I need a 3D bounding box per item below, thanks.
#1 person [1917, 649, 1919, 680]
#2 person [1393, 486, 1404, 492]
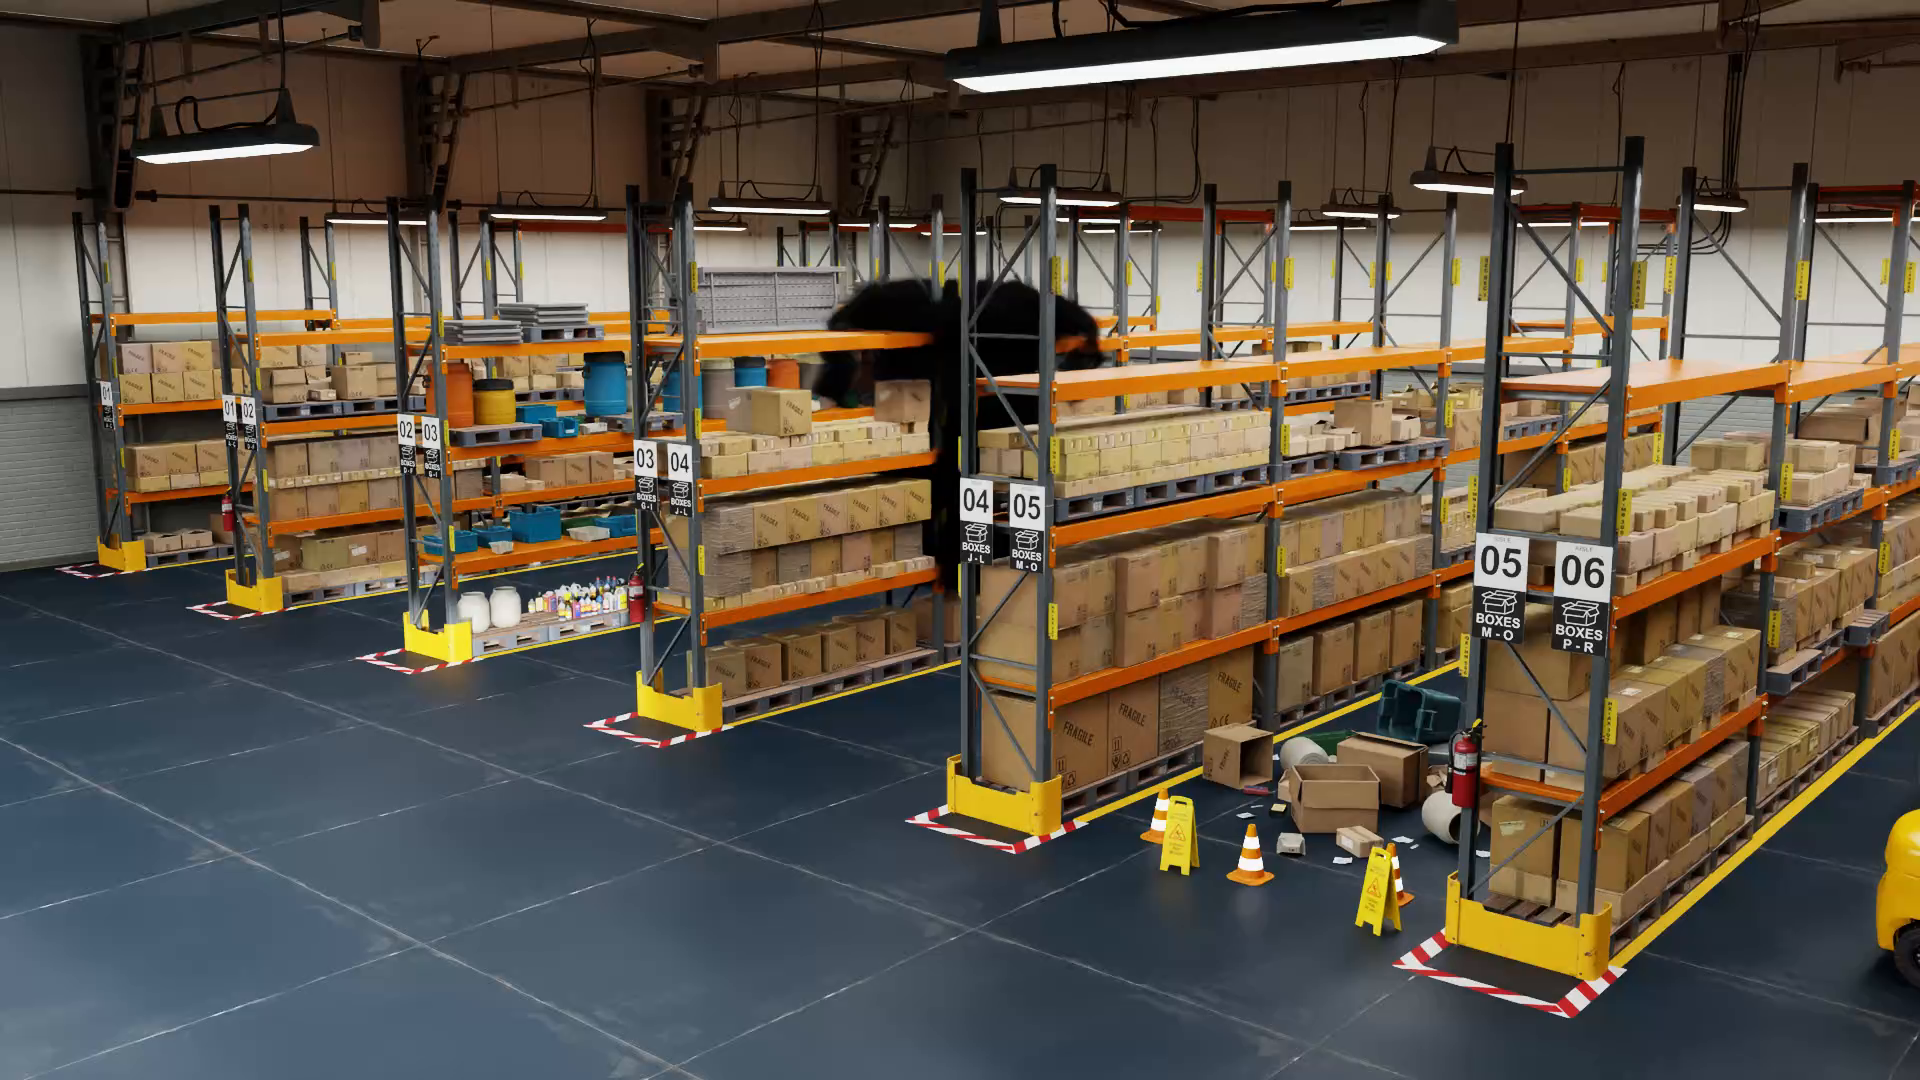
[{"bbox_3d":[9.978,1.566,16.711,0.670,1.767,0.968,7,12,36],"label":"person"},{"bbox_3d":[7.114,-0.110,27.222,0.516,1.554,0.529,7,12,35],"label":"person"}]
